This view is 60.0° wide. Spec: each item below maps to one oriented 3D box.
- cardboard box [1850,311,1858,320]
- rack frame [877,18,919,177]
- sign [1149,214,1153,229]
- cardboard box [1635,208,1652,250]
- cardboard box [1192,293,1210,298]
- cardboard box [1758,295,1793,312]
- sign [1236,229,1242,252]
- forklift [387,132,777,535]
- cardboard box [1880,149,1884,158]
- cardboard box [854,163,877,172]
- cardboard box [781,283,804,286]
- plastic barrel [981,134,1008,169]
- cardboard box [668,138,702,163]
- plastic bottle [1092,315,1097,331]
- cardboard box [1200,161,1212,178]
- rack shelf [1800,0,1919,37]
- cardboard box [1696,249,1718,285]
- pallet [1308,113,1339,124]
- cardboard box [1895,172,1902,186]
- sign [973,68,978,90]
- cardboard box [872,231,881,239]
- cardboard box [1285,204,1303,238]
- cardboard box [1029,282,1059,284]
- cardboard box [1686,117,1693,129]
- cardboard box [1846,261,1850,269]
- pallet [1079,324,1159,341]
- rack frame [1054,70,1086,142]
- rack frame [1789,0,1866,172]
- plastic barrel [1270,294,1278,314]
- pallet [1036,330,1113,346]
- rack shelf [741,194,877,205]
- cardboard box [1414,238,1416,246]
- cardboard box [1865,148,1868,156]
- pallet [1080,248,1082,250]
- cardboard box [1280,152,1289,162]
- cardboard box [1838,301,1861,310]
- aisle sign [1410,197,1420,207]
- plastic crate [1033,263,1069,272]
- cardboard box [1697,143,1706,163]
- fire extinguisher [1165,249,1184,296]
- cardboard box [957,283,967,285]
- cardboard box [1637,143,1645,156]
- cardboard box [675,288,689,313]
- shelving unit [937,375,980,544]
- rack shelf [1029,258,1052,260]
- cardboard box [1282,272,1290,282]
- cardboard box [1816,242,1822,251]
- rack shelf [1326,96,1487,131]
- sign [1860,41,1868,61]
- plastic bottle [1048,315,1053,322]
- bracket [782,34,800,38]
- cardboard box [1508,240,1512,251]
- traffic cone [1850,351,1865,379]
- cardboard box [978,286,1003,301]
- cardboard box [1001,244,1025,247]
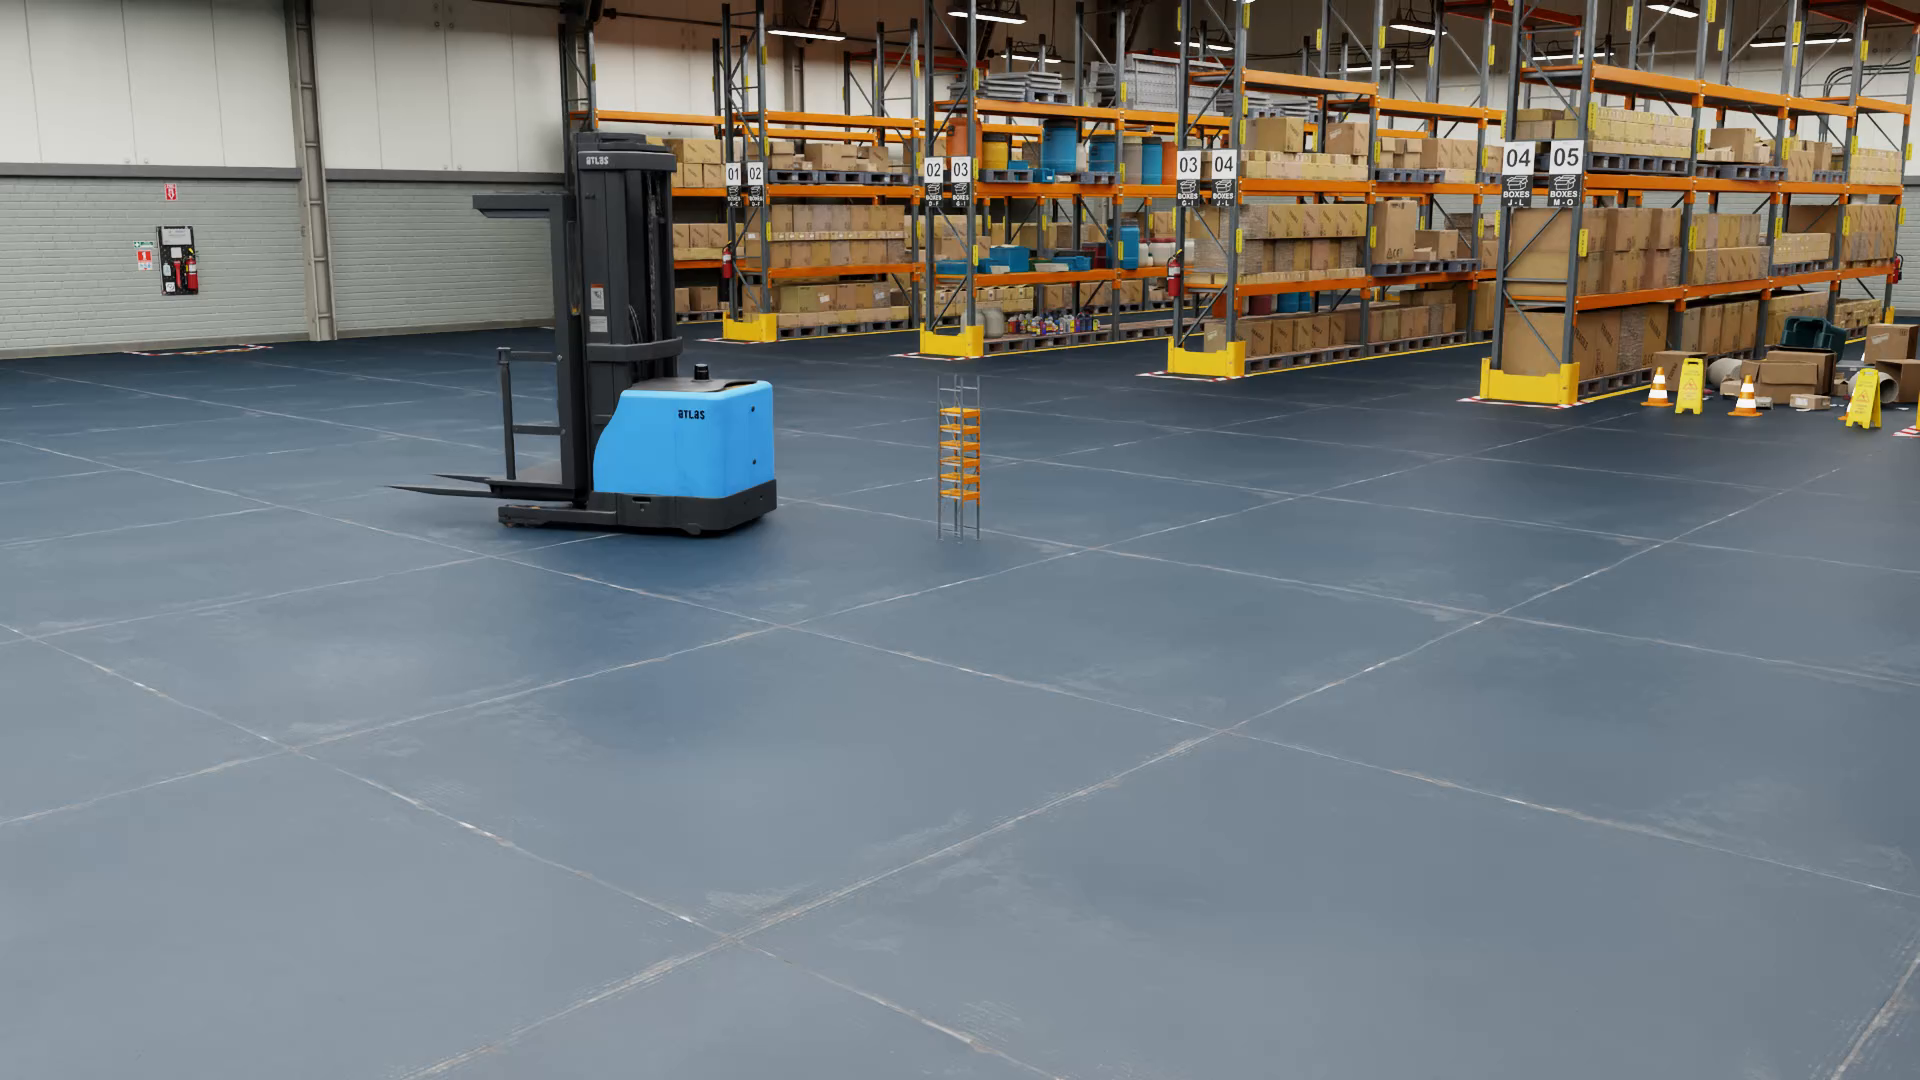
[{"bbox_3d":[16.449,-4.177,30.915,0.380,0.149,0.250,10,15,40],"label":"cardboard box"},{"bbox_3d":[-1.236,-8.719,32.890,1.000,3.000,0.127,10,15,40],"label":"rack frame"},{"bbox_3d":[4.464,-7.451,38.900,0.100,0.325,0.005,10,15,40],"label":"sign"},{"bbox_3d":[8.857,-4.235,22.617,0.875,0.550,0.550,10,15,40],"label":"cardboard box"},{"bbox_3d":[5.862,-6.162,41.302,0.500,0.250,0.500,10,15,40],"label":"cardboard box"},{"bbox_3d":[13.474,-3.921,27.578,0.500,0.250,0.500,10,15,40],"label":"cardboard box"},{"bbox_3d":[3.970,-4.262,23.679,0.100,0.325,0.005,10,15,40],"label":"sign"},{"bbox_3d":[-3.015,-1.620,12.837,3.031,2.935,1.130,4,12,17],"label":"forklift"},{"bbox_3d":[16.915,-7.172,30.891,0.380,0.149,0.250,10,15,42],"label":"cardboard box"},{"bbox_3d":[-1.827,-7.187,32.088,0.380,0.149,0.250,10,15,40],"label":"cardboard box"},{"bbox_3d":[-3.097,-4.680,32.019,0.500,0.500,0.500,10,15,40],"label":"cardboard box"},{"bbox_3d":[0.499,-6.501,27.890,0.600,0.588,0.600,0,11,0],"label":"plastic barrel"},{"bbox_3d":[-5.778,-8.168,34.931,0.500,0.500,0.500,9,14,38],"label":"cardboard box"},{"bbox_3d":[2.412,-3.906,29.923,0.061,0.283,0.133,11,16,43],"label":"plastic bottle"},{"bbox_3d":[3.690,-5.408,24.356,0.500,0.250,0.500,10,15,42],"label":"cardboard box"},{"bbox_3d":[16.463,-9.530,30.300,1.077,0.370,4.000,10,15,40],"label":"rack shelf"},{"bbox_3d":[10.744,-4.006,24.352,0.500,0.500,0.500,10,15,41],"label":"cardboard box"},{"bbox_3d":[7.240,-8.841,35.002,1.003,0.211,1.213,10,15,40],"label":"pallet"},{"bbox_3d":[17.681,-6.901,31.831,0.500,0.250,0.500,9,15,39],"label":"cardboard box"},{"bbox_3d":[0.252,-7.315,26.395,0.100,0.325,0.005,10,15,40],"label":"sign"},{"bbox_3d":[-1.763,-5.963,32.495,0.380,0.149,0.250,10,15,40],"label":"cardboard box"},{"bbox_3d":[4.794,-4.785,24.940,0.500,0.500,0.500,10,15,40],"label":"cardboard box"},{"bbox_3d":[1.879,-5.900,37.437,0.500,0.250,0.500,11,15,42],"label":"cardboard box"},{"bbox_3d":[9.860,-5.738,22.903,0.380,0.149,0.250,10,15,40],"label":"cardboard box"},{"bbox_3d":[16.010,-5.026,30.356,0.380,0.149,0.250,9,14,38],"label":"cardboard box"},{"bbox_3d":[2.971,-3.889,31.145,1.003,0.211,1.213,10,15,40],"label":"pallet"},{"bbox_3d":[2.962,-11.124,44.933,1.000,3.000,0.127,10,15,40],"label":"rack frame"},{"bbox_3d":[15.143,-7.959,29.082,1.000,3.000,0.127,10,15,40],"label":"rack frame"},{"bbox_3d":[6.484,-5.046,35.094,0.421,0.512,0.421,0,11,0],"label":"plastic barrel"},{"bbox_3d":[2.007,-3.675,30.073,1.003,0.211,1.213,10,15,40],"label":"pallet"},{"bbox_3d":[-3.640,-7.829,37.931,1.077,0.370,4.000,10,15,40],"label":"rack shelf"},{"bbox_3d":[7.278,-5.019,28.347,0.637,0.503,0.797,-10,15,-42],"label":"cardboard box"},{"bbox_3d":[16.205,-7.019,30.126,0.380,0.149,0.250,9,15,39],"label":"cardboard box"},{"bbox_3d":[2.684,-6.558,37.878,1.003,0.211,1.213,10,15,40],"label":"pallet"},{"bbox_3d":[4.632,-5.656,24.575,0.380,0.149,0.250,10,15,40],"label":"cardboard box"},{"bbox_3d":[16.728,-4.409,31.315,0.380,0.149,0.250,9,14,38],"label":"cardboard box"},{"bbox_3d":[10.671,-8.149,38.716,0.394,0.787,0.004,10,15,40],"label":"aisle sign"},{"bbox_3d":[1.600,-4.735,28.934,0.530,0.136,0.437,10,15,40],"label":"plastic crate"},{"bbox_3d":[10.854,-5.808,24.874,0.500,0.311,0.500,9,14,38],"label":"cardboard box"},{"bbox_3d":[3.140,-3.912,24.337,0.296,0.674,0.183,10,15,40],"label":"fire extinguisher"},{"bbox_3d":[-0.010,-6.633,42.180,0.750,0.750,0.750,10,15,41],"label":"cardboard box"},{"bbox_3d":[8.689,-5.086,21.673,0.380,0.149,0.250,10,15,41],"label":"cardboard box"},{"bbox_3d":[-6.178,-5.094,35.316,0.700,0.500,0.500,9,14,37],"label":"cardboard box"},{"bbox_3d":[-0.010,-0.586,12.083,0.258,1.200,0.189,10,15,40],"label":"shelving unit"},{"bbox_3d":[2.724,-6.307,37.967,1.077,0.370,4.000,10,15,40],"label":"rack shelf"},{"bbox_3d":[4.750,-3.980,25.121,0.380,0.149,0.250,10,15,40],"label":"cardboard box"},{"bbox_3d":[14.689,-5.086,28.827,0.380,0.149,0.250,11,15,43],"label":"cardboard box"},{"bbox_3d":[7.523,-7.183,28.057,1.077,0.370,4.000,10,15,40],"label":"rack shelf"},{"bbox_3d":[15.563,-8.423,28.620,0.100,0.325,0.005,10,15,40],"label":"sign"},{"bbox_3d":[1.633,-3.912,29.981,0.097,0.271,0.097,0,11,0],"label":"plastic bottle"},{"bbox_3d":[-3.835,-11.526,37.754,0.235,0.232,0.430,10,15,40],"label":"bracket"},{"bbox_3d":[10.043,-5.322,30.941,0.500,0.500,0.500,9,15,39],"label":"cardboard box"},{"bbox_3d":[12.854,-2.506,23.576,0.336,0.463,0.334,10,15,40],"label":"traffic cone"},{"bbox_3d":[0.570,-5.238,35.295,0.500,0.311,0.500,10,15,40],"label":"cardboard box"},{"bbox_3d":[1.131,-6.274,36.193,0.500,0.311,0.500,11,16,44],"label":"cardboard box"}]
